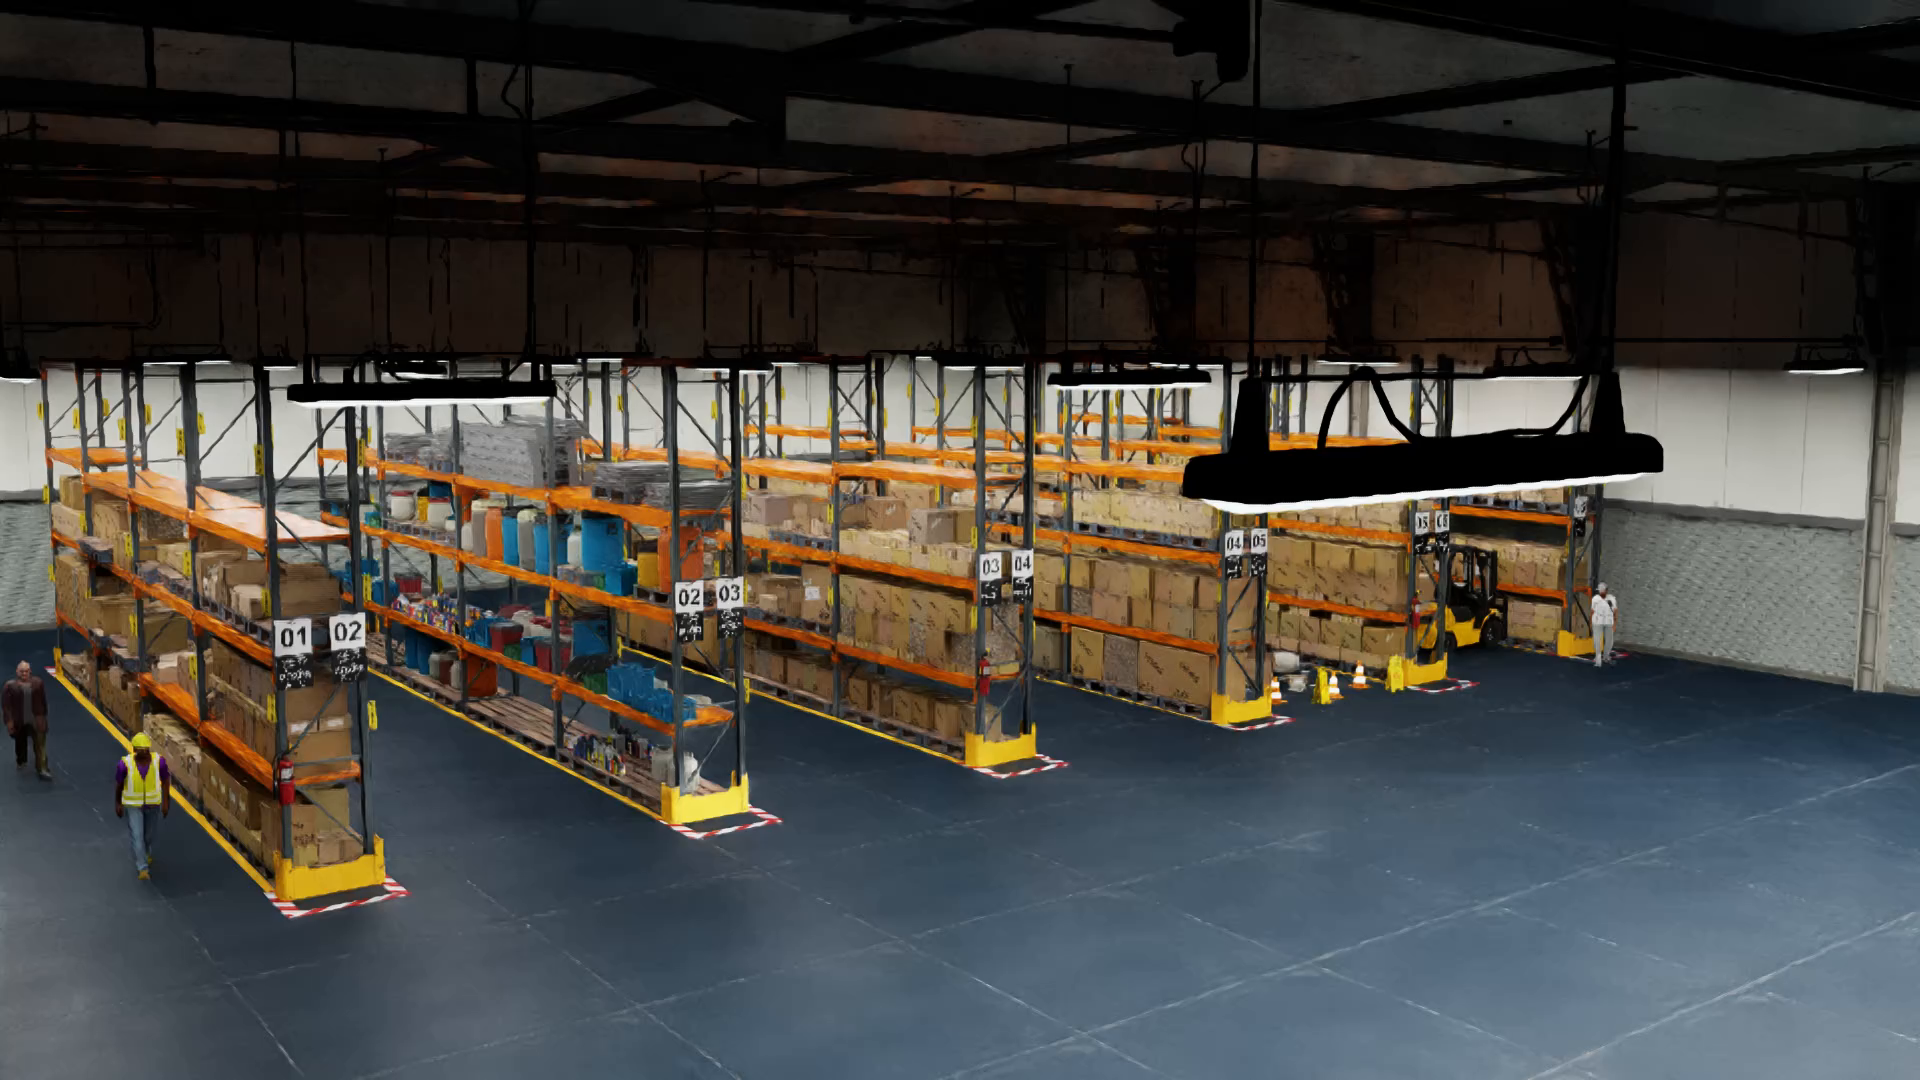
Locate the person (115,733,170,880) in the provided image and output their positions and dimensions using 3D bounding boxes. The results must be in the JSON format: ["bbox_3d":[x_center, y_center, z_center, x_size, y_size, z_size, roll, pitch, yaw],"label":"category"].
[{"bbox_3d":[-9.692,3.115,19.775,0.575,1.689,1.128,-5,9,-38],"label":"person"}]

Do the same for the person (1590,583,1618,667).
[{"bbox_3d":[12.550,1.630,32.402,0.537,1.647,0.602,2,7,18],"label":"person"}]

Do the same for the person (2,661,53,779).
[{"bbox_3d":[-13.521,2.584,24.085,0.598,1.698,1.193,-5,8,-34],"label":"person"}]

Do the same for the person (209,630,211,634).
[{"bbox_3d":[-15.933,1.272,35.460,0.456,1.589,1.088,-5,8,-34],"label":"person"}]
